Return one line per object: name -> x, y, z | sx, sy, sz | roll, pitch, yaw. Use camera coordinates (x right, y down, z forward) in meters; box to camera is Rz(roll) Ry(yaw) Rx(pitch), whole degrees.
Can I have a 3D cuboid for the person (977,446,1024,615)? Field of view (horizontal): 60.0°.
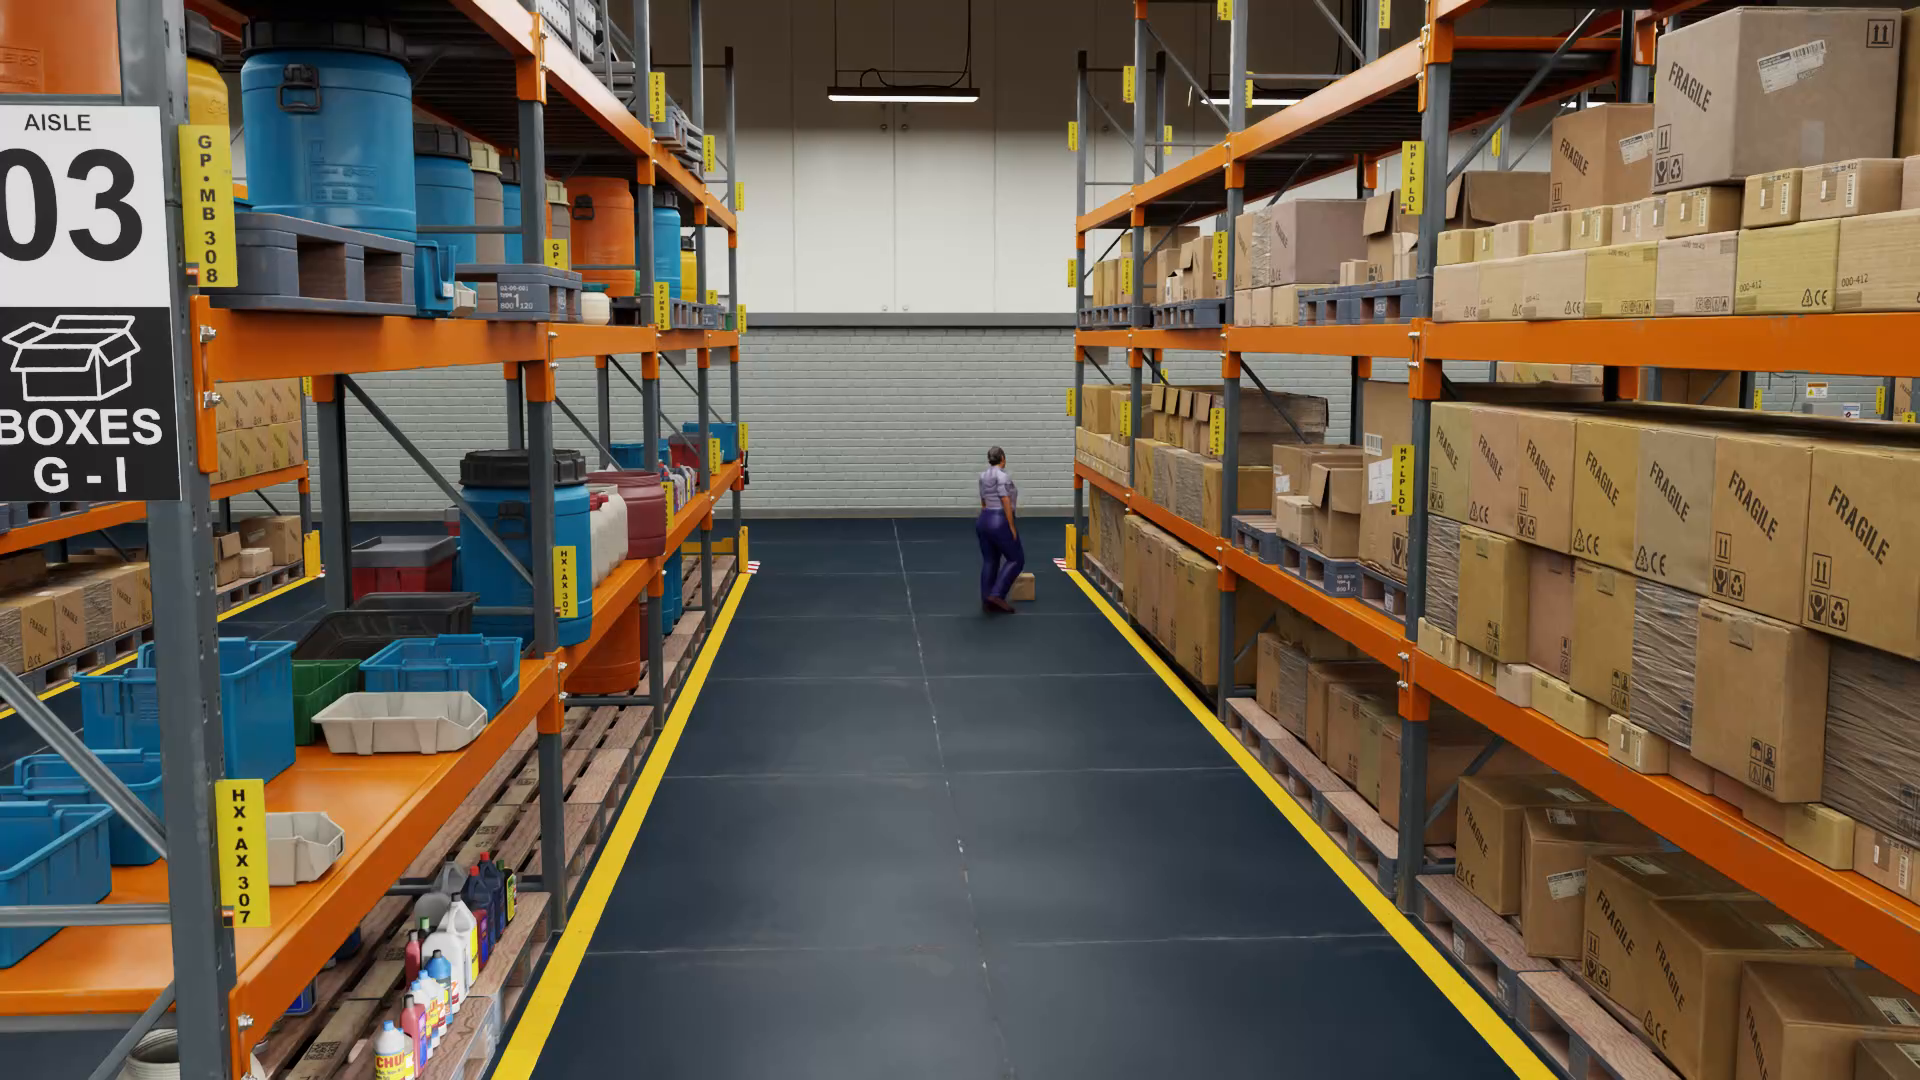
person -> 0.405, -0.091, 16.594 | 0.368, 1.680, 0.571 | -5, 8, -34
